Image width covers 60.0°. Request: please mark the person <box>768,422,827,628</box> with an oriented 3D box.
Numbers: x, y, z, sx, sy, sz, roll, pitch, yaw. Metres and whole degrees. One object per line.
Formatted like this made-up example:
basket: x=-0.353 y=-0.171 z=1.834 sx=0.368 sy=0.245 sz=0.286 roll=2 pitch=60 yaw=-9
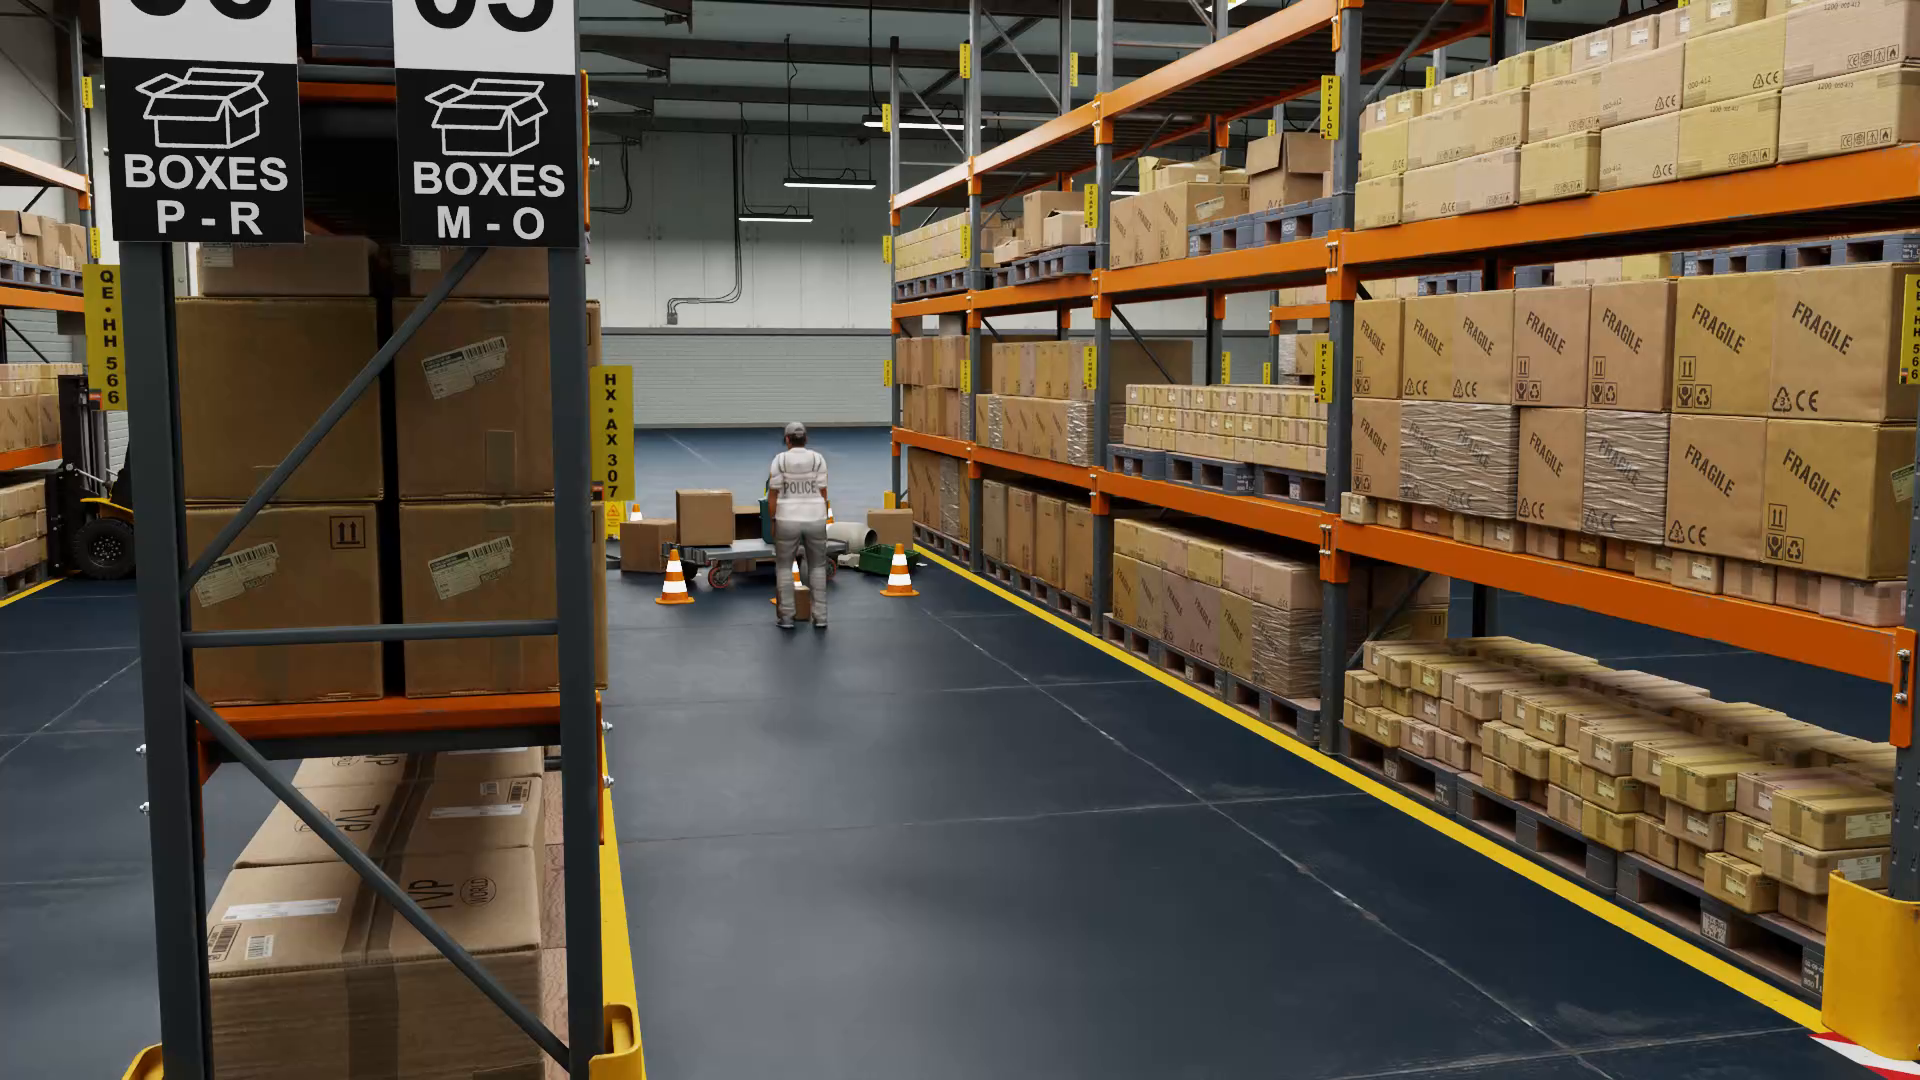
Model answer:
person: x=-1.301 y=-0.114 z=13.331 sx=0.477 sy=1.650 sz=0.402 roll=-1 pitch=6 yaw=-13
